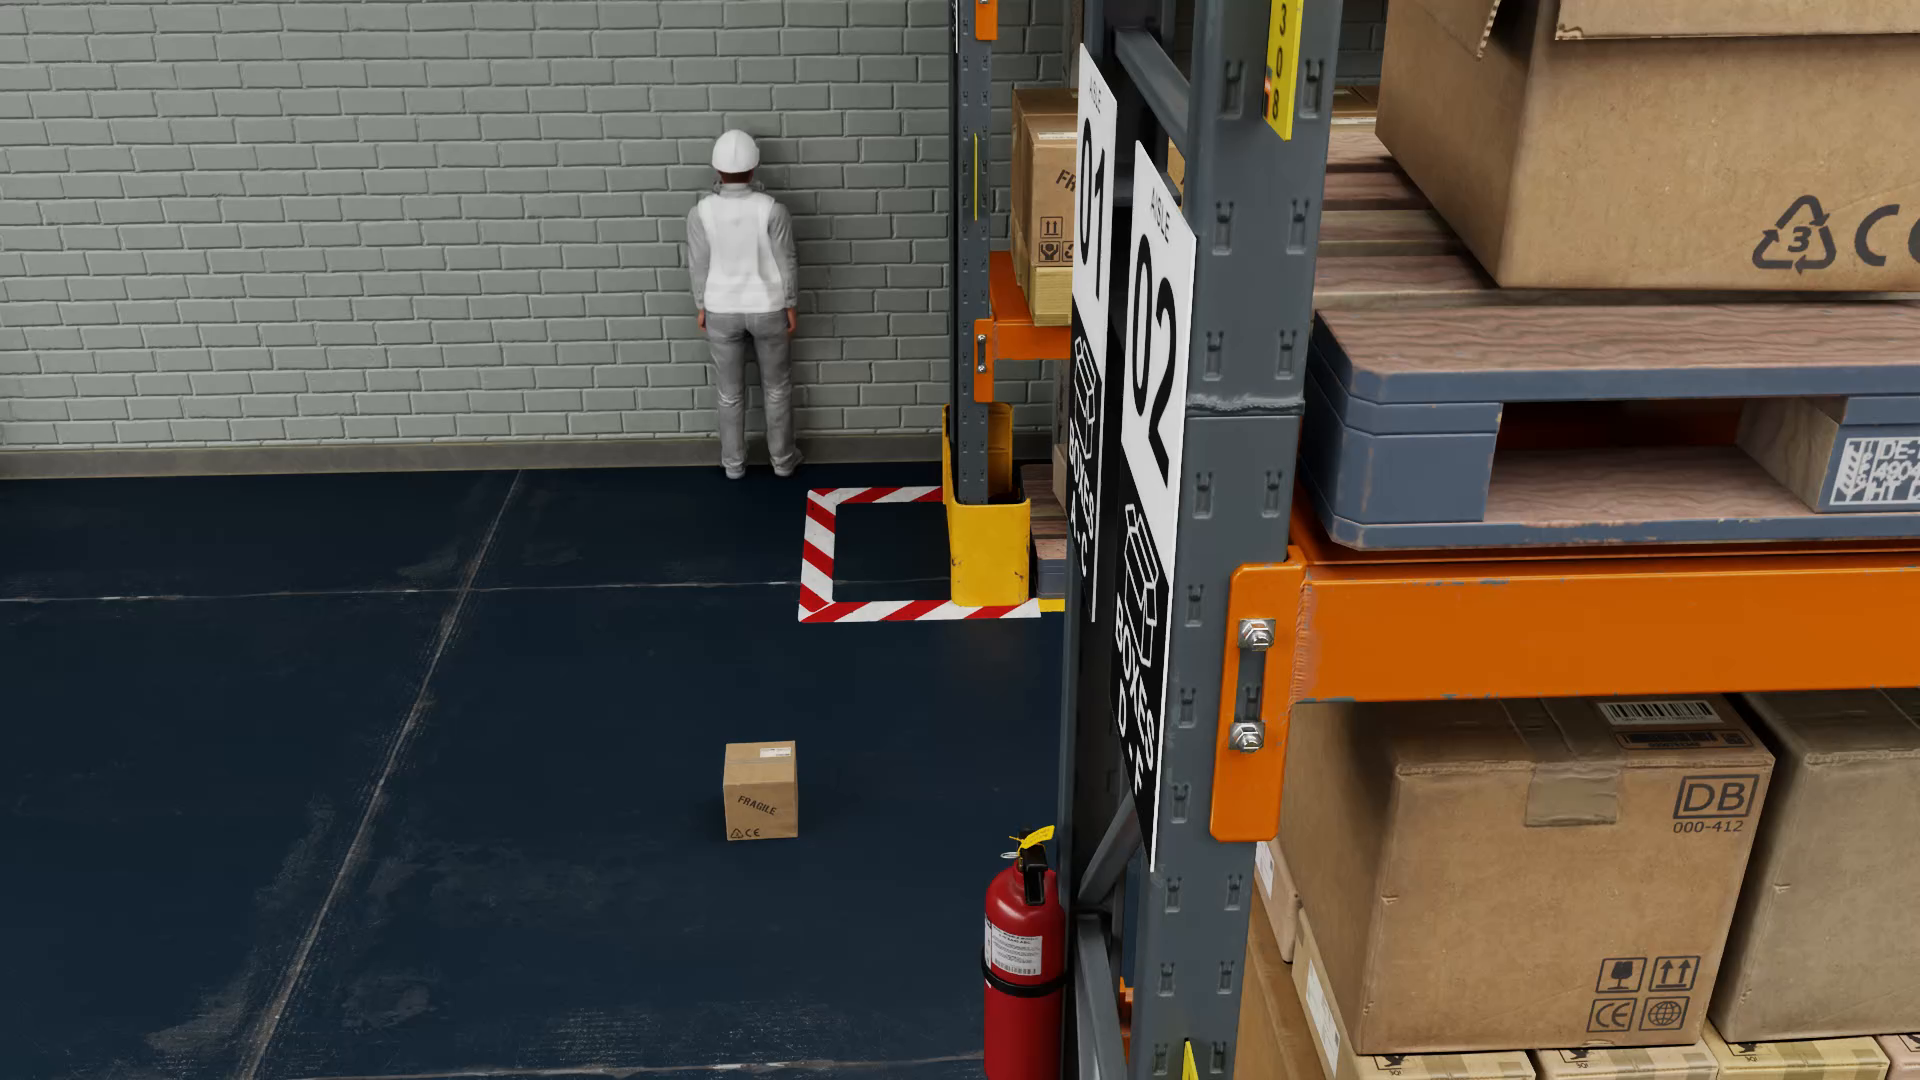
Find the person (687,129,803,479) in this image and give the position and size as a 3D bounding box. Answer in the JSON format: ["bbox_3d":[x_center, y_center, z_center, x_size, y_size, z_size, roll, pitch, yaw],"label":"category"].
[{"bbox_3d":[-1.060,-1.156,8.259,0.527,1.777,0.387,-1,27,-3],"label":"person"}]
